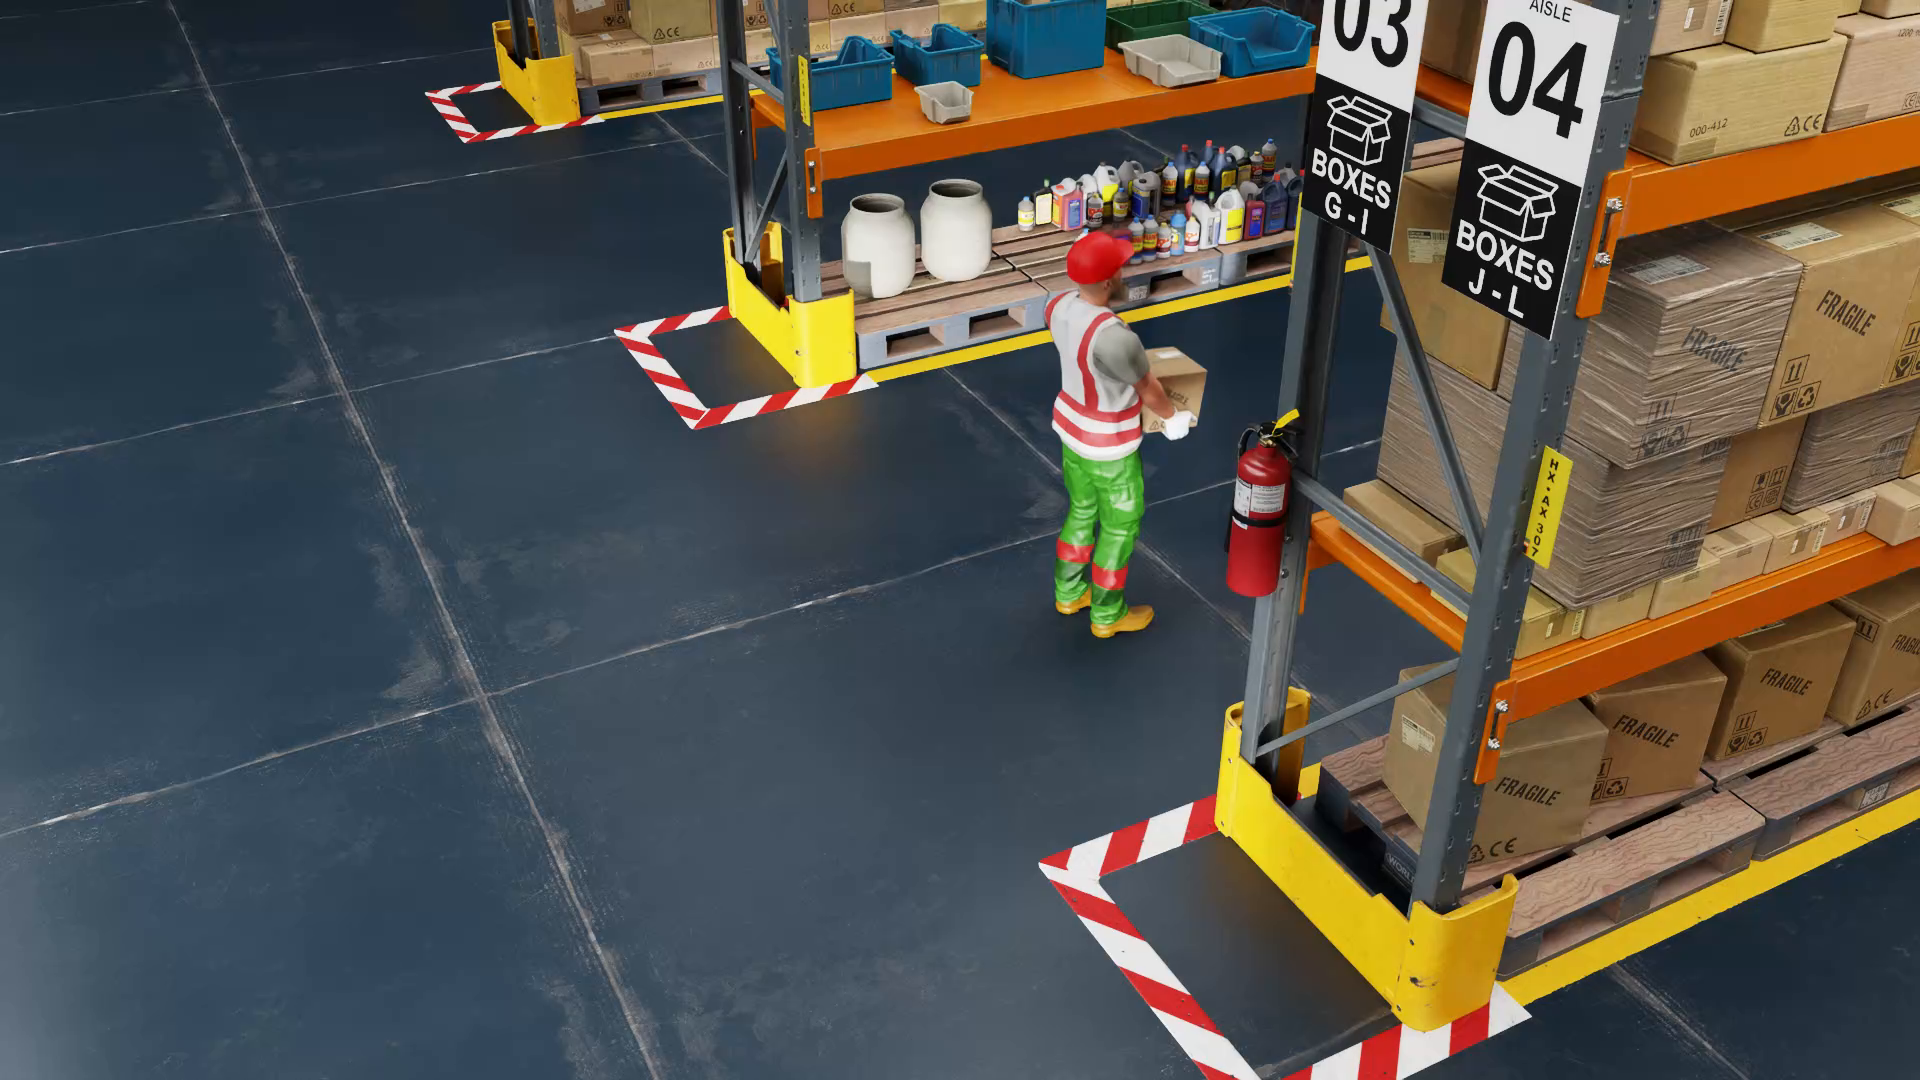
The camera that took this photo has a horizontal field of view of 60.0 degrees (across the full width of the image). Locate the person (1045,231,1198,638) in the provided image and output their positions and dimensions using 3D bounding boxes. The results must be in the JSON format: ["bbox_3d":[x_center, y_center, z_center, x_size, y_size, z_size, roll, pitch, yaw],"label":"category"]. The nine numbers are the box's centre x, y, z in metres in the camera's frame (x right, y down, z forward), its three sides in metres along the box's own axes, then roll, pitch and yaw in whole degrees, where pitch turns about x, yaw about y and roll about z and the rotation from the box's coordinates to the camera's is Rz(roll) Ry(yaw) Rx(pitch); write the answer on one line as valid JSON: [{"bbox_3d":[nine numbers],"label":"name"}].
[{"bbox_3d":[0.652,-0.441,6.805,0.554,1.784,0.494,-15,36,-22],"label":"person"}]
